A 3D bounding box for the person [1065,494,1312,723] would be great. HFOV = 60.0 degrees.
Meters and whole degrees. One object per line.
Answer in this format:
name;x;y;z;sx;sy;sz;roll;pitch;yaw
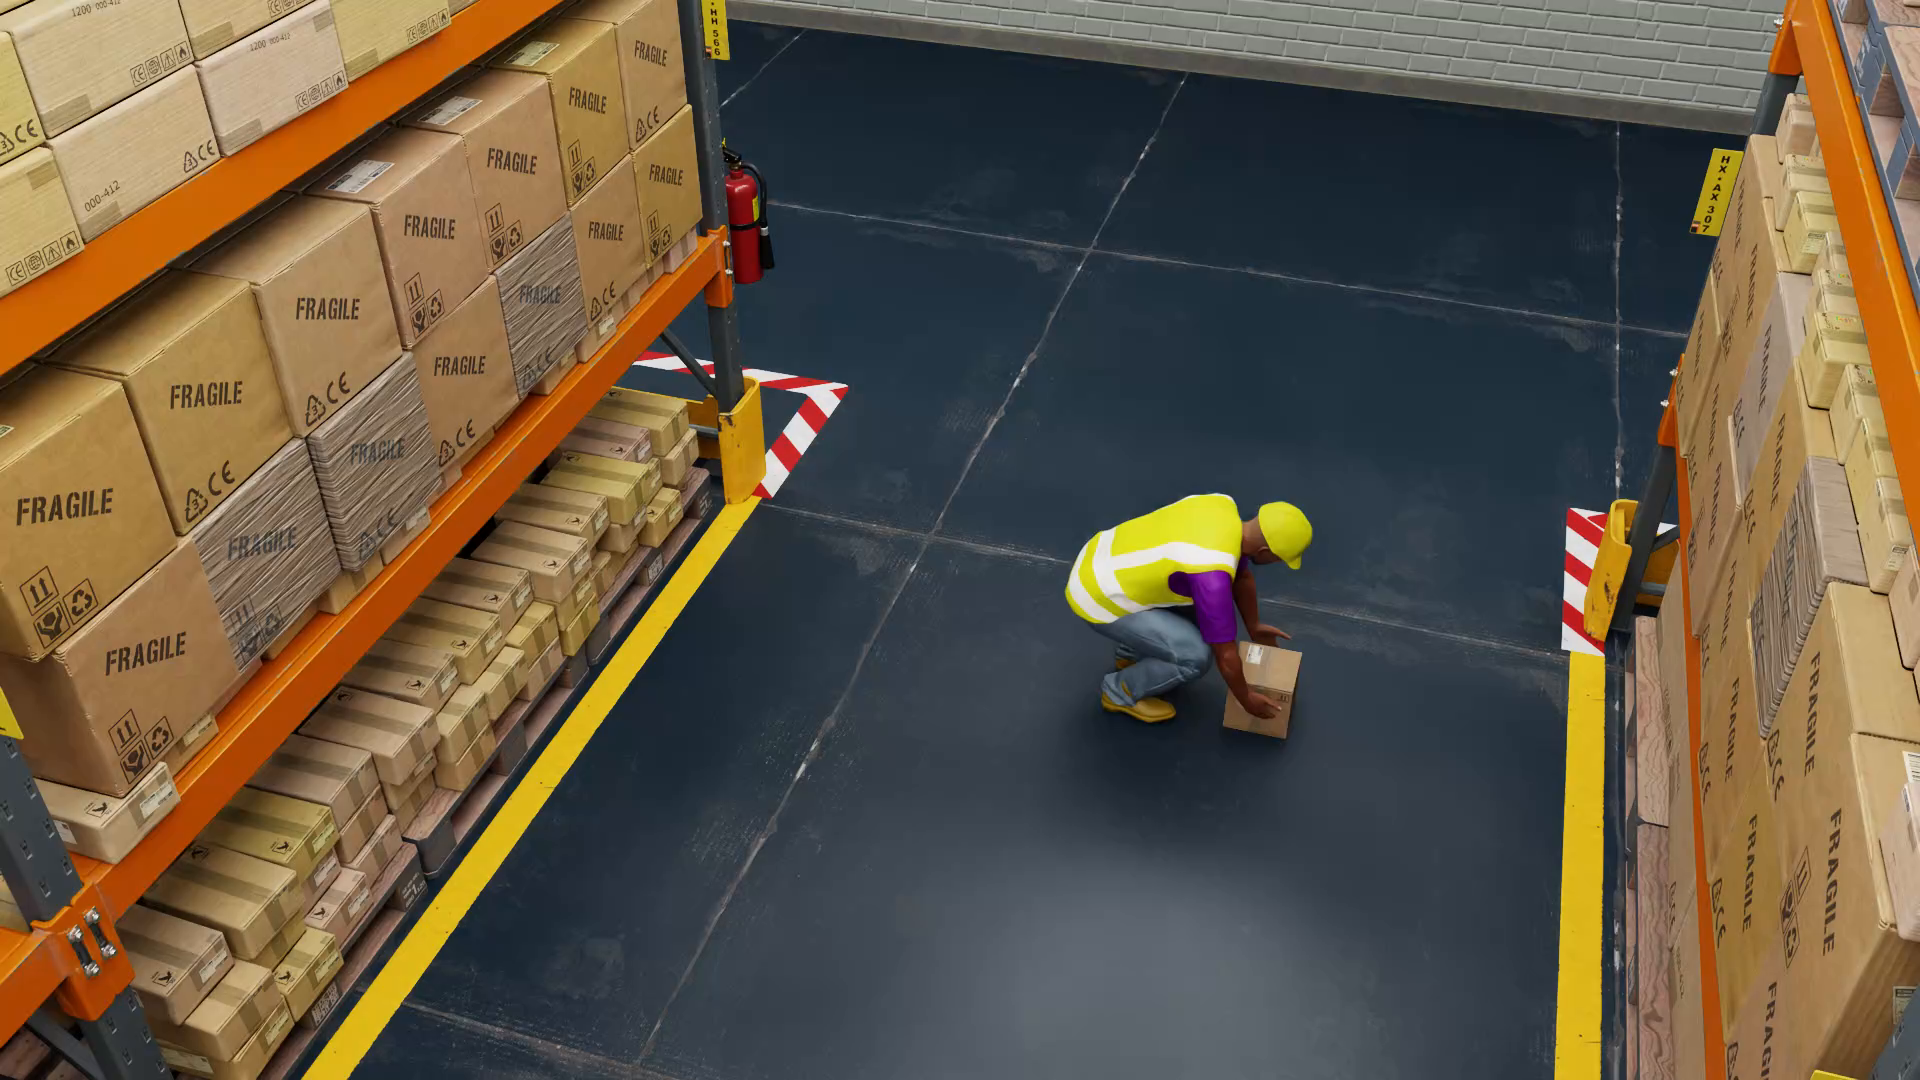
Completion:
person;0.877;0.219;6.502;0.893;0.975;0.580;11;38;14
